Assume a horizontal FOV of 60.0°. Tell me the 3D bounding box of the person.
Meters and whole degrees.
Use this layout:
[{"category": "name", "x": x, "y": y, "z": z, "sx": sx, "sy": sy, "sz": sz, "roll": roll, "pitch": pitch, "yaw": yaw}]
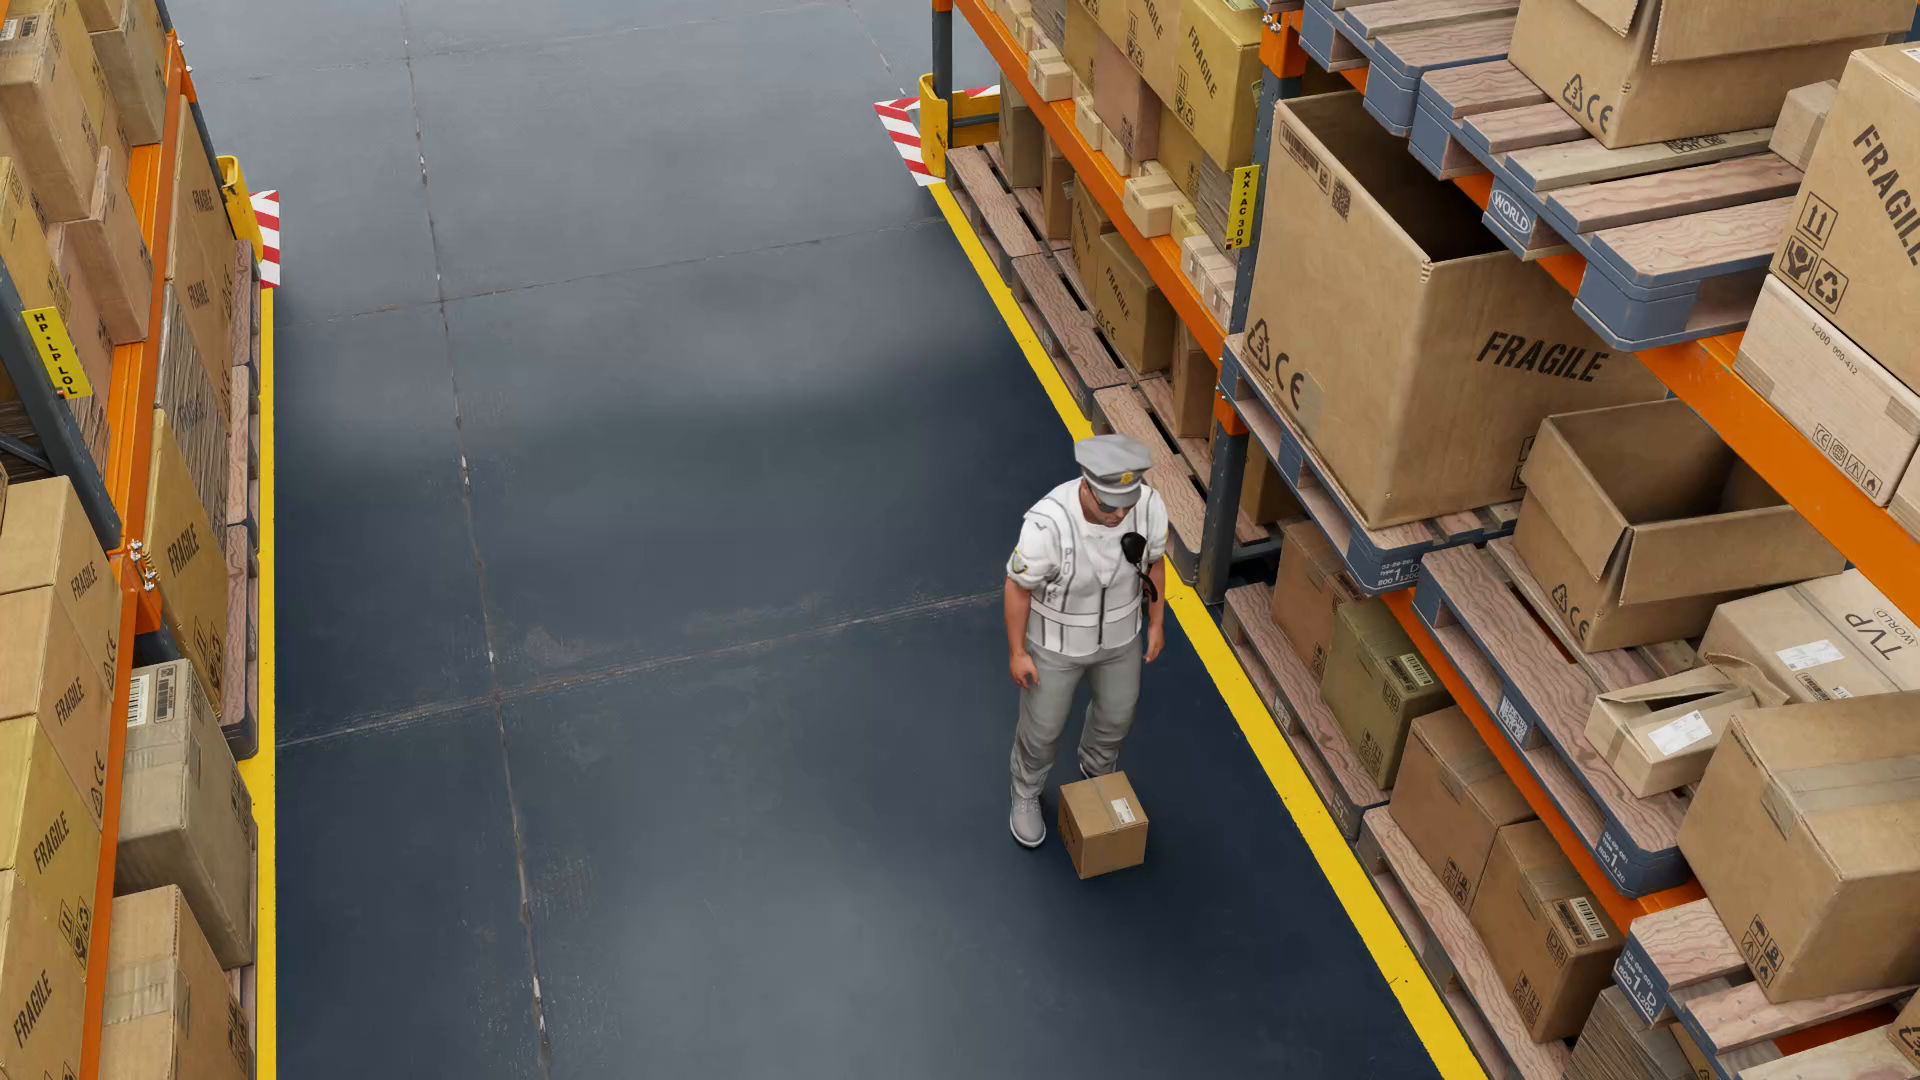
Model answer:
[{"category": "person", "x": 0.432, "y": 0.317, "z": 5.801, "sx": 0.584, "sy": 1.748, "sz": 0.433, "roll": -12, "pitch": 43, "yaw": -13}]
